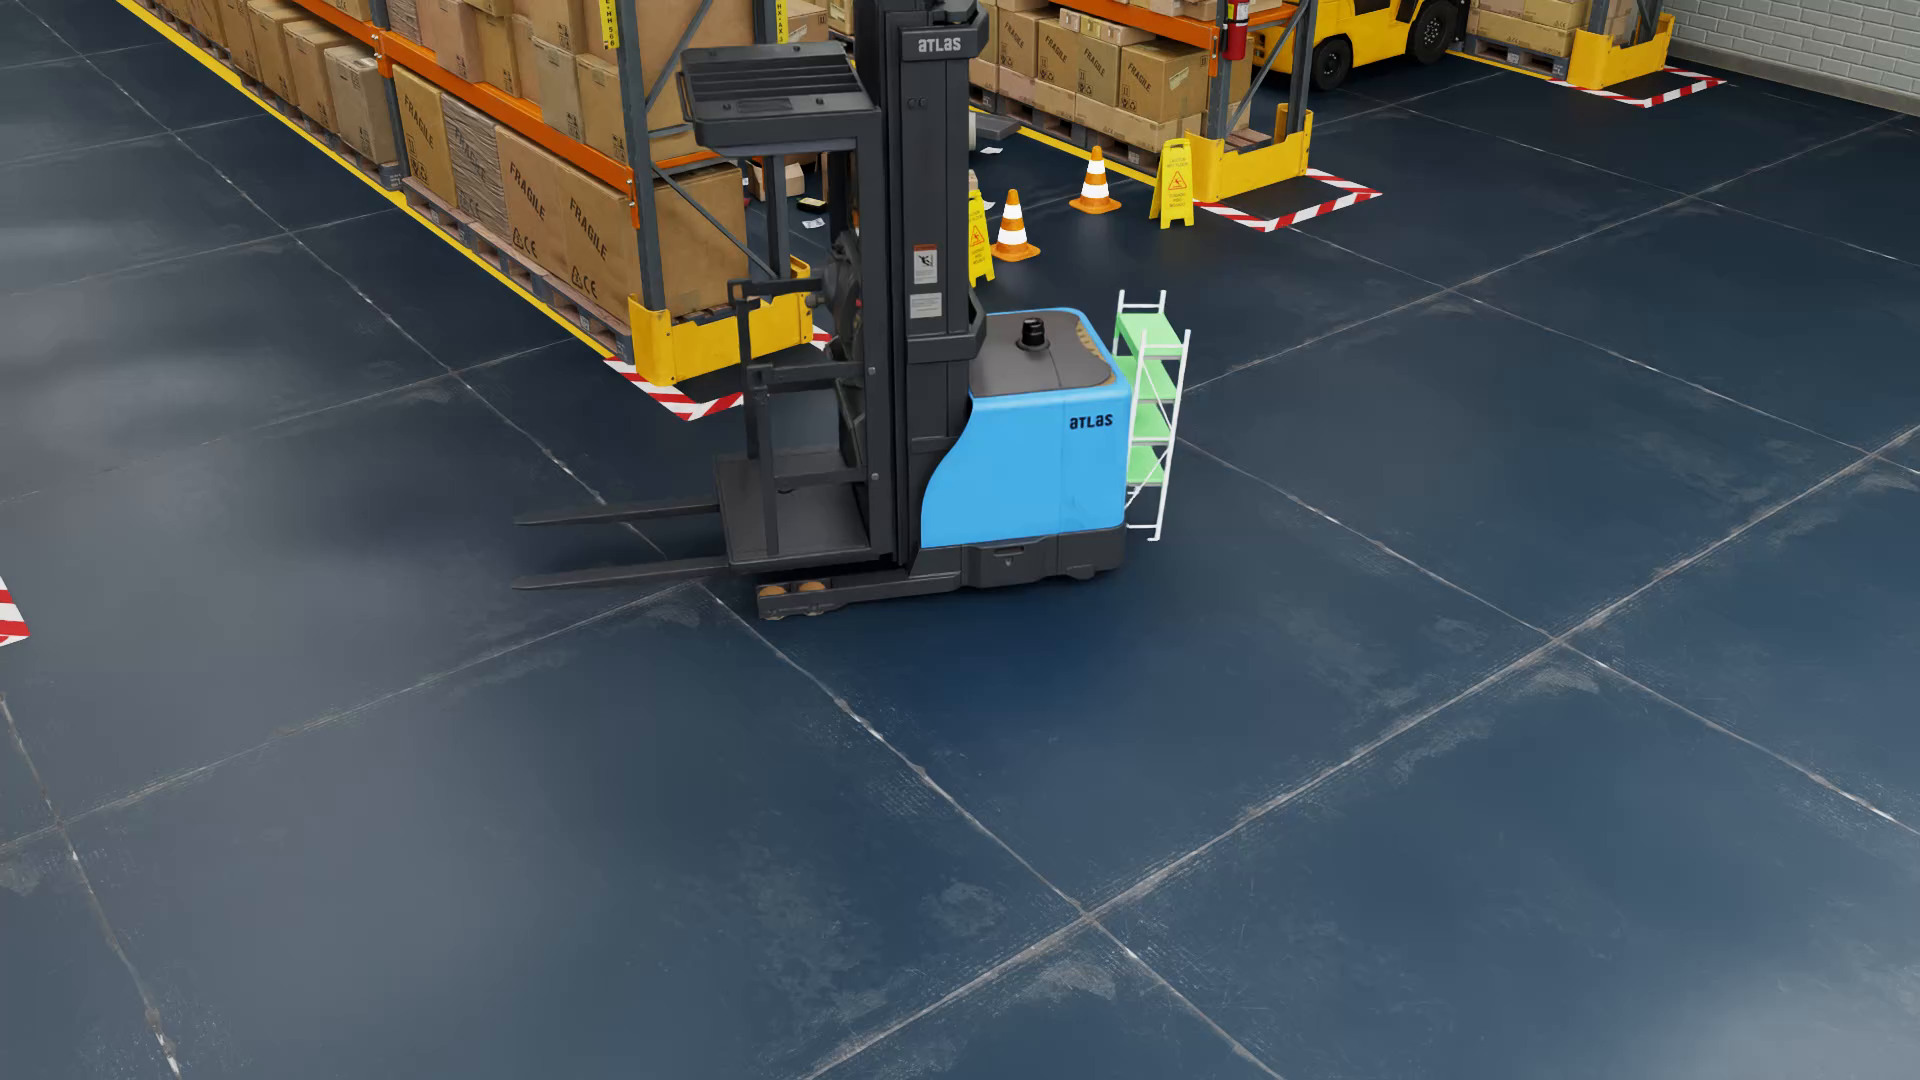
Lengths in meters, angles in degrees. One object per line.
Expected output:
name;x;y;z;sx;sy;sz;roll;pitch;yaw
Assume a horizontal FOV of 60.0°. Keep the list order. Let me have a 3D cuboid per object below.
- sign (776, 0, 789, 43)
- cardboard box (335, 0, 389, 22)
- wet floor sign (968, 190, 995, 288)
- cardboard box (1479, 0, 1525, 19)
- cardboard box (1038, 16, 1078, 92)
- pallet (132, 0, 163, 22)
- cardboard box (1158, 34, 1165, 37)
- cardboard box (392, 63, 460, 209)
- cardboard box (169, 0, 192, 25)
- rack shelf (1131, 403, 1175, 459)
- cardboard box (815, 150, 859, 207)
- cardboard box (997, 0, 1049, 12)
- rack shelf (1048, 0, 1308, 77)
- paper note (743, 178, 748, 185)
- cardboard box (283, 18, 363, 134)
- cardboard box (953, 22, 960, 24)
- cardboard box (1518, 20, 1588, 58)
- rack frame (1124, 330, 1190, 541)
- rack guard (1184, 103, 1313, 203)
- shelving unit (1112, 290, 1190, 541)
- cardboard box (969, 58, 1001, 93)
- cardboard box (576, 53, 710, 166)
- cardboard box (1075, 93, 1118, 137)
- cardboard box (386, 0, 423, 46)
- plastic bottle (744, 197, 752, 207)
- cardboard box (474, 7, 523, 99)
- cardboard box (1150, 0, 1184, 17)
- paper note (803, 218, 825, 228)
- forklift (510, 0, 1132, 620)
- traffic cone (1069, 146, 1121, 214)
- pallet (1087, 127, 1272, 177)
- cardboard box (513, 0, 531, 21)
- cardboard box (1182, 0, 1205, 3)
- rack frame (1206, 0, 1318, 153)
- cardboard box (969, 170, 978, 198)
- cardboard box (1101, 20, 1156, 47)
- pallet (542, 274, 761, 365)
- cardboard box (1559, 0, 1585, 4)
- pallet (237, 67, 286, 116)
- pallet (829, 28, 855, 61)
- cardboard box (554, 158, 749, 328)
sign;-1.071;-3.055;9.930;0.100;0.325;0.005;-22;38;-31
cardboard box;-4.497;-4.317;12.763;0.500;0.500;0.500;-23;38;-32
wet floor sign;0.069;-2.105;11.528;0.232;0.644;0.267;26;40;35
cardboard box;5.409;-5.265;16.118;0.500;0.250;0.500;-23;38;-32
cardboard box;1.011;-4.128;14.050;0.500;0.500;0.500;-23;39;-32
pallet;-8.393;-5.969;18.161;1.003;0.211;1.213;-22;38;-31
cardboard box;1.720;-4.101;14.007;0.500;0.500;0.500;-24;39;-33
cardboard box;-3.636;-3.135;12.570;0.875;0.875;0.875;-22;38;-31
cardboard box;-7.682;-5.550;16.814;0.500;0.500;0.500;-24;39;-33
rack shelf;0.928;-0.584;8.658;0.258;0.148;0.480;-1;32;-9
cardboard box;-0.742;-2.973;13.059;0.637;0.503;0.797;6;32;10
cardboard box;0.544;-4.662;14.296;0.380;0.149;0.250;-20;37;-29
rack shelf;1.108;-4.648;14.073;1.077;0.370;4.000;-22;38;-31
paper note;-1.688;-2.905;13.406;0.172;0.023;0.155;-10;33;-15
cardboard box;-5.006;-3.999;14.080;1.050;0.750;0.750;-22;38;-31
cardboard box;0.031;-4.783;15.105;0.500;0.500;0.500;-20;37;-29
cardboard box;5.716;-4.832;15.895;0.500;0.250;0.500;-22;38;-31
rack frame;0.967;-0.511;8.420;0.240;1.200;0.015;-1;32;-9
rack guard;2.288;-3.090;13.251;1.175;0.500;0.348;-22;38;-31
shelving unit;0.932;-0.638;8.625;0.258;1.200;0.503;-1;32;-9
cardboard box;0.367;-4.246;14.951;0.500;0.250;0.500;-20;37;-29
cardboard box;-1.777;-2.680;10.080;0.875;0.550;0.550;-22;38;-31
cardboard box;1.315;-3.599;13.910;0.500;0.250;0.500;-22;38;-31
cardboard box;-3.730;-4.058;12.298;0.875;0.550;0.550;-22;38;-31
plastic bottle;-1.738;-2.605;12.887;0.133;0.061;0.283;18;36;27
cardboard box;-2.733;-3.384;11.213;0.875;0.550;0.500;-22;38;-31
cardboard box;1.694;-4.170;12.859;0.380;0.149;0.250;-23;38;-32
paper note;-1.108;-2.400;12.587;0.144;0.017;0.142;-10;33;-15
forklift;-0.735;-1.157;7.835;3.031;2.935;1.130;-6;32;-10
traffic cone;1.052;-2.804;12.827;0.336;0.463;0.334;-22;38;-31
pallet;1.818;-3.317;13.891;1.003;0.211;1.213;-22;38;-31
cardboard box;-2.356;-3.643;10.607;0.875;0.550;0.550;-22;38;-31
cardboard box;1.784;-4.426;12.657;0.500;0.500;0.500;-23;39;-32
rack frame;2.335;-4.120;12.541;1.000;3.000;0.127;-22;38;-31
cardboard box;-0.064;-2.802;13.120;0.380;0.149;0.250;-4;32;-7
cardboard box;1.360;-4.106;13.400;0.380;0.149;0.250;-21;38;-30
pallet;-2.065;-1.600;11.126;1.003;0.211;1.213;-22;38;-31
cardboard box;5.725;-5.254;15.627;0.500;0.250;0.500;-21;37;-30
pallet;-5.995;-4.273;15.430;1.003;0.211;1.213;-22;38;-31
pallet;-0.597;-4.927;16.482;1.003;0.211;1.213;-22;38;-31
cardboard box;-1.981;-2.014;10.765;0.875;0.875;0.875;-22;38;-31
